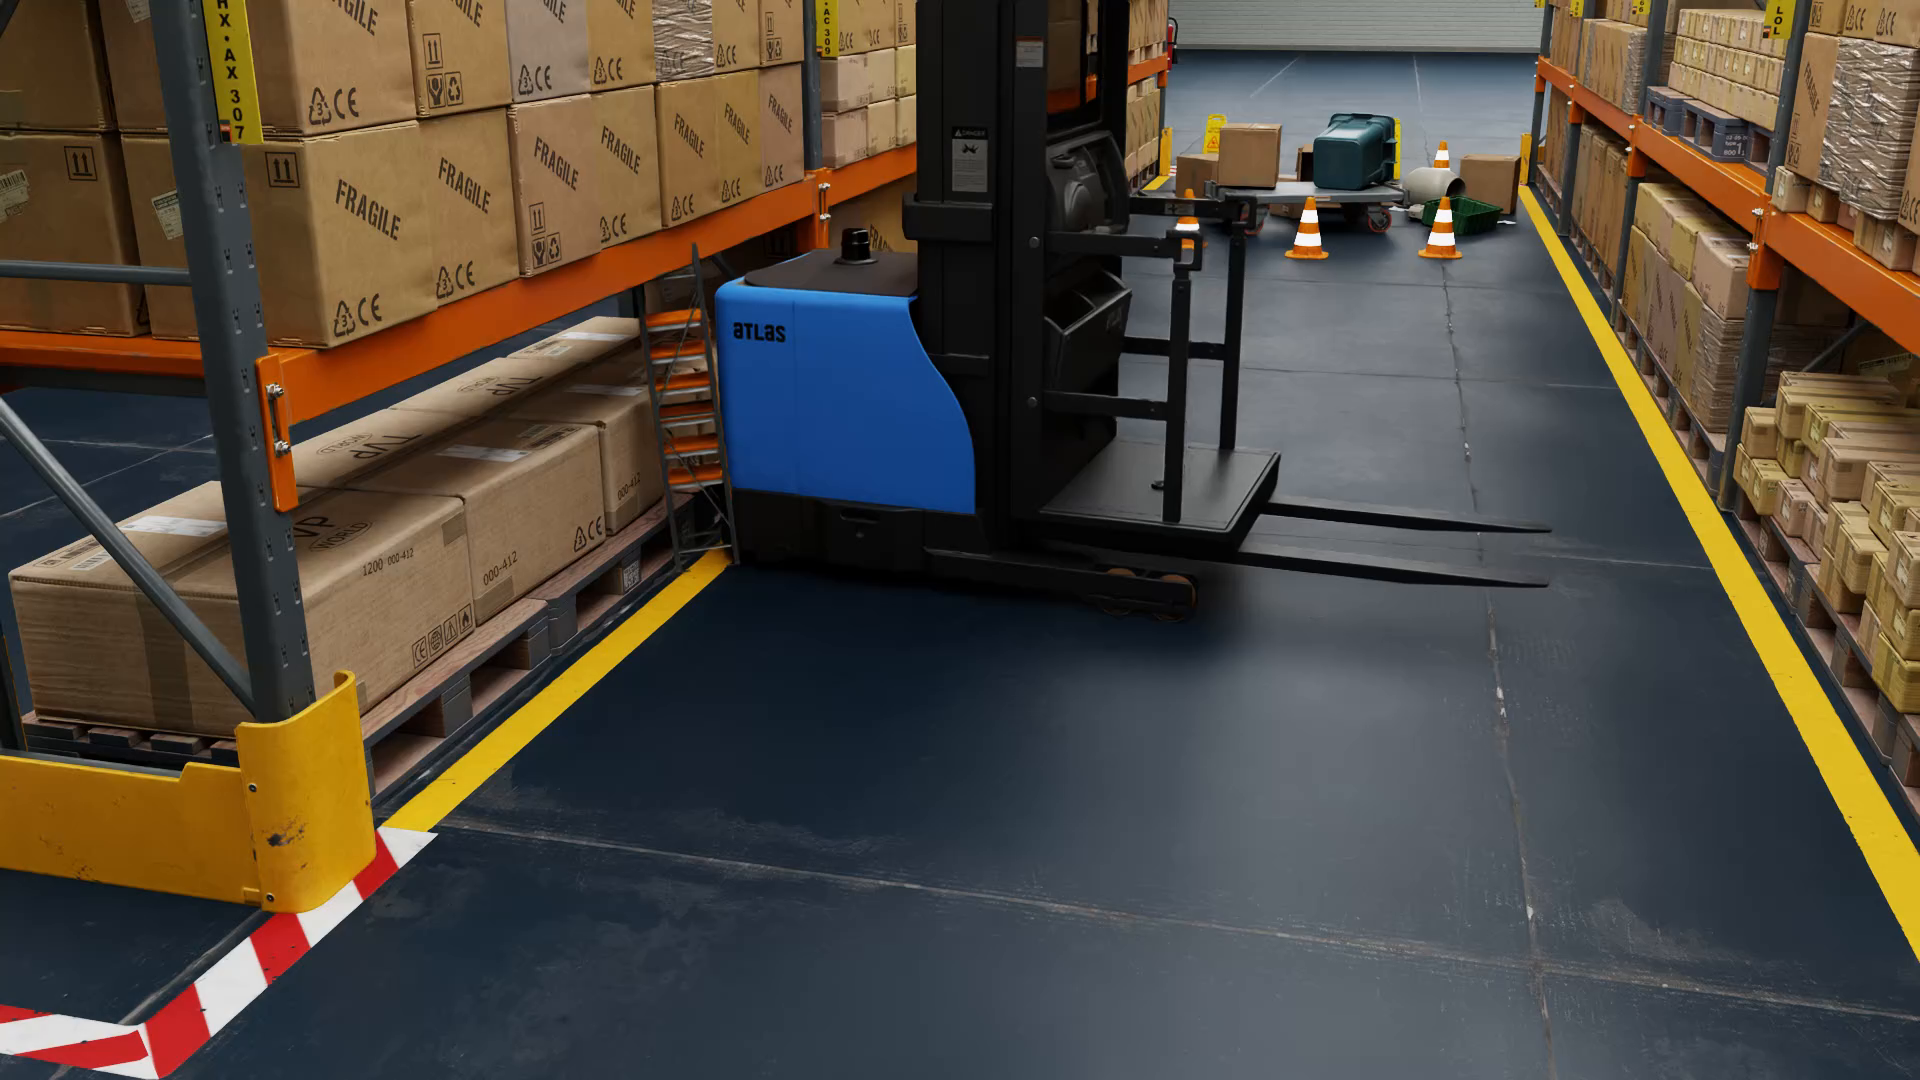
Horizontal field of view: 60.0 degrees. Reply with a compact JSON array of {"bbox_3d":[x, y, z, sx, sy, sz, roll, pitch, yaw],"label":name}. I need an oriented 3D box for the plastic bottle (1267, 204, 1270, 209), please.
[{"bbox_3d":[2.971,-3.242,16.085,0.133,0.061,0.283,8,21,23],"label":"plastic bottle"}]

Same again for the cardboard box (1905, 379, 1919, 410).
[{"bbox_3d":[3.873,-0.509,6.376,0.380,0.149,0.250,5,20,15],"label":"cardboard box"}]

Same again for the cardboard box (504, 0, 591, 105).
[{"bbox_3d":[-1.464,-1.588,4.994,0.500,0.500,0.500,5,19,13],"label":"cardboard box"}]

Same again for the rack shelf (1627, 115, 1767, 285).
[{"bbox_3d":[4.196,-1.796,8.418,1.077,0.370,4.000,5,19,13],"label":"rack shelf"}]

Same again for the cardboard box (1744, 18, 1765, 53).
[{"bbox_3d":[3.873,-2.336,7.706,0.380,0.149,0.250,4,19,12],"label":"cardboard box"}]

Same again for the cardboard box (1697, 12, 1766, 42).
[{"bbox_3d":[4.191,-2.751,8.920,0.380,0.149,0.250,4,19,11],"label":"cardboard box"}]

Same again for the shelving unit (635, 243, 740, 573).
[{"bbox_3d":[-1.021,-0.483,6.206,0.258,1.200,0.189,-8,20,-8],"label":"shelving unit"}]

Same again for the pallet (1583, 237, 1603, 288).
[{"bbox_3d":[5.250,-2.066,12.410,1.003,0.211,1.213,5,19,13],"label":"pallet"}]

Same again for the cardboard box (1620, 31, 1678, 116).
[{"bbox_3d":[4.534,-2.973,10.596,0.500,0.500,0.500,5,19,13],"label":"cardboard box"}]

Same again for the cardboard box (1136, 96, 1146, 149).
[{"bbox_3d":[1.617,-4.289,17.049,0.500,0.500,0.500,4,19,12],"label":"cardboard box"}]

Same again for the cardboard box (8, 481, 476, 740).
[{"bbox_3d":[-2.030,0.184,4.823,0.875,0.438,0.875,4,19,12],"label":"cardboard box"}]

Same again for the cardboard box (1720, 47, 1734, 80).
[{"bbox_3d":[3.996,-2.360,8.234,0.380,0.149,0.250,5,20,15],"label":"cardboard box"}]

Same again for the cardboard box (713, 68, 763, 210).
[{"bbox_3d":[-1.103,-1.589,6.544,0.500,0.500,0.500,4,19,12],"label":"cardboard box"}]

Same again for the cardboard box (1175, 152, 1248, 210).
[{"bbox_3d":[2.418,-3.423,15.932,0.500,0.500,0.500,-13,23,-34],"label":"cardboard box"}]

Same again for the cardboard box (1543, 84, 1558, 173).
[{"bbox_3d":[6.538,-4.246,17.116,0.875,0.875,0.875,5,19,14],"label":"cardboard box"}]

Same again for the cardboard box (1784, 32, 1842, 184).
[{"bbox_3d":[3.342,-1.562,6.006,0.500,0.500,0.500,4,19,12],"label":"cardboard box"}]

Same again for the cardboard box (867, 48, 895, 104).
[{"bbox_3d":[-0.636,-2.316,8.285,0.500,0.250,0.500,5,19,14],"label":"cardboard box"}]

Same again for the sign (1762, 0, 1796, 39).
[{"bbox_3d":[3.168,-2.100,6.404,0.100,0.325,0.005,5,19,13],"label":"sign"}]

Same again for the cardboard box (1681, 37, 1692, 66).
[{"bbox_3d":[4.308,-2.763,9.415,0.380,0.149,0.250,6,20,16],"label":"cardboard box"}]

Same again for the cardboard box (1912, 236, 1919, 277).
[{"bbox_3d":[3.026,-0.823,4.846,0.380,0.149,0.250,5,20,15],"label":"cardboard box"}]

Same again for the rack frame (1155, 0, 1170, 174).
[{"bbox_3d":[1.814,-5.630,18.530,1.000,3.000,0.127,5,19,13],"label":"rack frame"}]

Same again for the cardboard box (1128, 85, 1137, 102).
[{"bbox_3d":[1.519,-4.379,16.309,0.380,0.149,0.250,6,20,17],"label":"cardboard box"}]

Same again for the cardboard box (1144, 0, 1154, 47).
[{"bbox_3d":[1.697,-5.313,16.987,0.500,0.500,0.500,5,19,13],"label":"cardboard box"}]

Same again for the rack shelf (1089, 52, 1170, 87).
[{"bbox_3d":[1.326,-4.663,16.811,1.077,0.370,4.000,5,19,13],"label":"rack shelf"}]

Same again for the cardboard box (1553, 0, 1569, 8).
[{"bbox_3d":[6.197,-5.395,15.939,0.875,0.550,0.550,5,19,13],"label":"cardboard box"}]

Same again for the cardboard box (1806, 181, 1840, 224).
[{"bbox_3d":[3.330,-1.241,6.068,0.380,0.149,0.250,5,20,15],"label":"cardboard box"}]

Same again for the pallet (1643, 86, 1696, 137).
[{"bbox_3d":[4.614,-2.441,9.489,1.213,0.211,1.003,5,19,13],"label":"pallet"}]

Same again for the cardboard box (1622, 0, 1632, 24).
[{"bbox_3d":[5.299,-4.062,12.237,0.700,0.500,0.500,5,19,14],"label":"cardboard box"}]

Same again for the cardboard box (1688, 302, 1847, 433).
[{"bbox_3d":[3.644,-0.777,7.540,0.500,0.500,0.500,4,19,12],"label":"cardboard box"}]

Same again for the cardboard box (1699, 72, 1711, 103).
[{"bbox_3d":[4.121,-2.382,8.759,0.380,0.149,0.250,5,20,15],"label":"cardboard box"}]

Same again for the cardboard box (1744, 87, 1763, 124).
[{"bbox_3d":[3.800,-1.967,7.546,0.380,0.149,0.250,4,19,11],"label":"cardboard box"}]

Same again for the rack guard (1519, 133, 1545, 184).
[{"bbox_3d":[6.645,-4.095,17.904,1.175,0.500,0.348,5,19,13],"label":"rack guard"}]

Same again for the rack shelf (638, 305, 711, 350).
[{"bbox_3d":[-1.046,-0.780,6.102,0.258,0.103,0.180,-8,20,-8],"label":"rack shelf"}]

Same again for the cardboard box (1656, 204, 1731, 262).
[{"bbox_3d":[4.024,-1.624,8.859,0.500,0.250,0.500,5,19,14],"label":"cardboard box"}]

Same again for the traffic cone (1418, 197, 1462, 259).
[{"bbox_3d":[3.870,-2.515,13.336,0.336,0.463,0.334,5,19,13],"label":"traffic cone"}]

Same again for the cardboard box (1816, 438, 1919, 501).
[{"bbox_3d":[3.100,-0.227,5.553,0.380,0.149,0.250,5,20,15],"label":"cardboard box"}]

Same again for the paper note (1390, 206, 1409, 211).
[{"bbox_3d":[4.219,-3.178,15.958,0.172,0.023,0.155,12,22,32],"label":"paper note"}]

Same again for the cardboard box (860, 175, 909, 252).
[{"bbox_3d":[-0.830,-1.546,9.212,0.875,0.875,0.875,5,20,15],"label":"cardboard box"}]

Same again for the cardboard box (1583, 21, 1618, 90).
[{"bbox_3d":[5.150,-3.762,12.908,0.500,0.500,0.500,5,19,14],"label":"cardboard box"}]

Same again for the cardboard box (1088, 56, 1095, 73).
[{"bbox_3d":[1.225,-4.331,15.115,0.380,0.149,0.250,5,19,13],"label":"cardboard box"}]

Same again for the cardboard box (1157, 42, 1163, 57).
[{"bbox_3d":[1.976,-5.289,17.920,0.380,0.149,0.250,4,19,13],"label":"cardboard box"}]

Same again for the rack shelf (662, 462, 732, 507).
[{"bbox_3d":[-0.998,-0.216,6.300,0.258,0.103,0.180,-8,20,-8],"label":"rack shelf"}]

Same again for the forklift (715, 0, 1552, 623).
[{"bbox_3d":[0.651,-1.290,5.931,3.031,2.935,1.130,7,20,19],"label":"forklift"}]

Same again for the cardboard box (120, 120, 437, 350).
[{"bbox_3d":[-1.699,-0.790,4.206,0.500,0.500,0.500,5,19,13],"label":"cardboard box"}]

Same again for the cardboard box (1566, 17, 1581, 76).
[{"bbox_3d":[5.853,-4.379,14.635,0.875,0.550,0.550,5,19,13],"label":"cardboard box"}]

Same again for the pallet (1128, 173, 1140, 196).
[{"bbox_3d":[1.263,-3.654,17.057,1.003,0.211,1.213,5,19,13],"label":"pallet"}]

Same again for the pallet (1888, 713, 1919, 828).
[{"bbox_3d":[2.981,0.788,4.054,1.003,0.211,1.213,5,19,13],"label":"pallet"}]

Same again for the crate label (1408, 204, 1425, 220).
[{"bbox_3d":[4.272,-2.998,15.254,0.298,0.136,0.250,-9,21,-24],"label":"crate label"}]

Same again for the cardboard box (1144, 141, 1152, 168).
[{"bbox_3d":[1.744,-4.091,17.629,0.500,0.250,0.500,5,19,14],"label":"cardboard box"}]

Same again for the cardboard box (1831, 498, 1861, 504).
[{"bbox_3d":[3.150,-0.077,5.574,0.380,0.149,0.250,6,20,16],"label":"cardboard box"}]

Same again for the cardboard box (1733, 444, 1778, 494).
[{"bbox_3d":[3.307,-0.270,6.599,0.380,0.149,0.250,4,19,11],"label":"cardboard box"}]

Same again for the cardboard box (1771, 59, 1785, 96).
[{"bbox_3d":[3.676,-1.953,7.044,0.380,0.149,0.250,5,19,14],"label":"cardboard box"}]

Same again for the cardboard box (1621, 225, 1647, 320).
[{"bbox_3d":[4.264,-1.578,9.883,0.500,0.500,0.500,4,19,11],"label":"cardboard box"}]

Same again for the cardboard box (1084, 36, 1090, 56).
[{"bbox_3d":[0.869,-4.108,13.813,0.380,0.149,0.250,4,19,12],"label":"cardboard box"}]

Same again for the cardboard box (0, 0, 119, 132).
[{"bbox_3d":[-2.208,-1.305,4.167,0.500,0.500,0.500,5,20,15],"label":"cardboard box"}]
